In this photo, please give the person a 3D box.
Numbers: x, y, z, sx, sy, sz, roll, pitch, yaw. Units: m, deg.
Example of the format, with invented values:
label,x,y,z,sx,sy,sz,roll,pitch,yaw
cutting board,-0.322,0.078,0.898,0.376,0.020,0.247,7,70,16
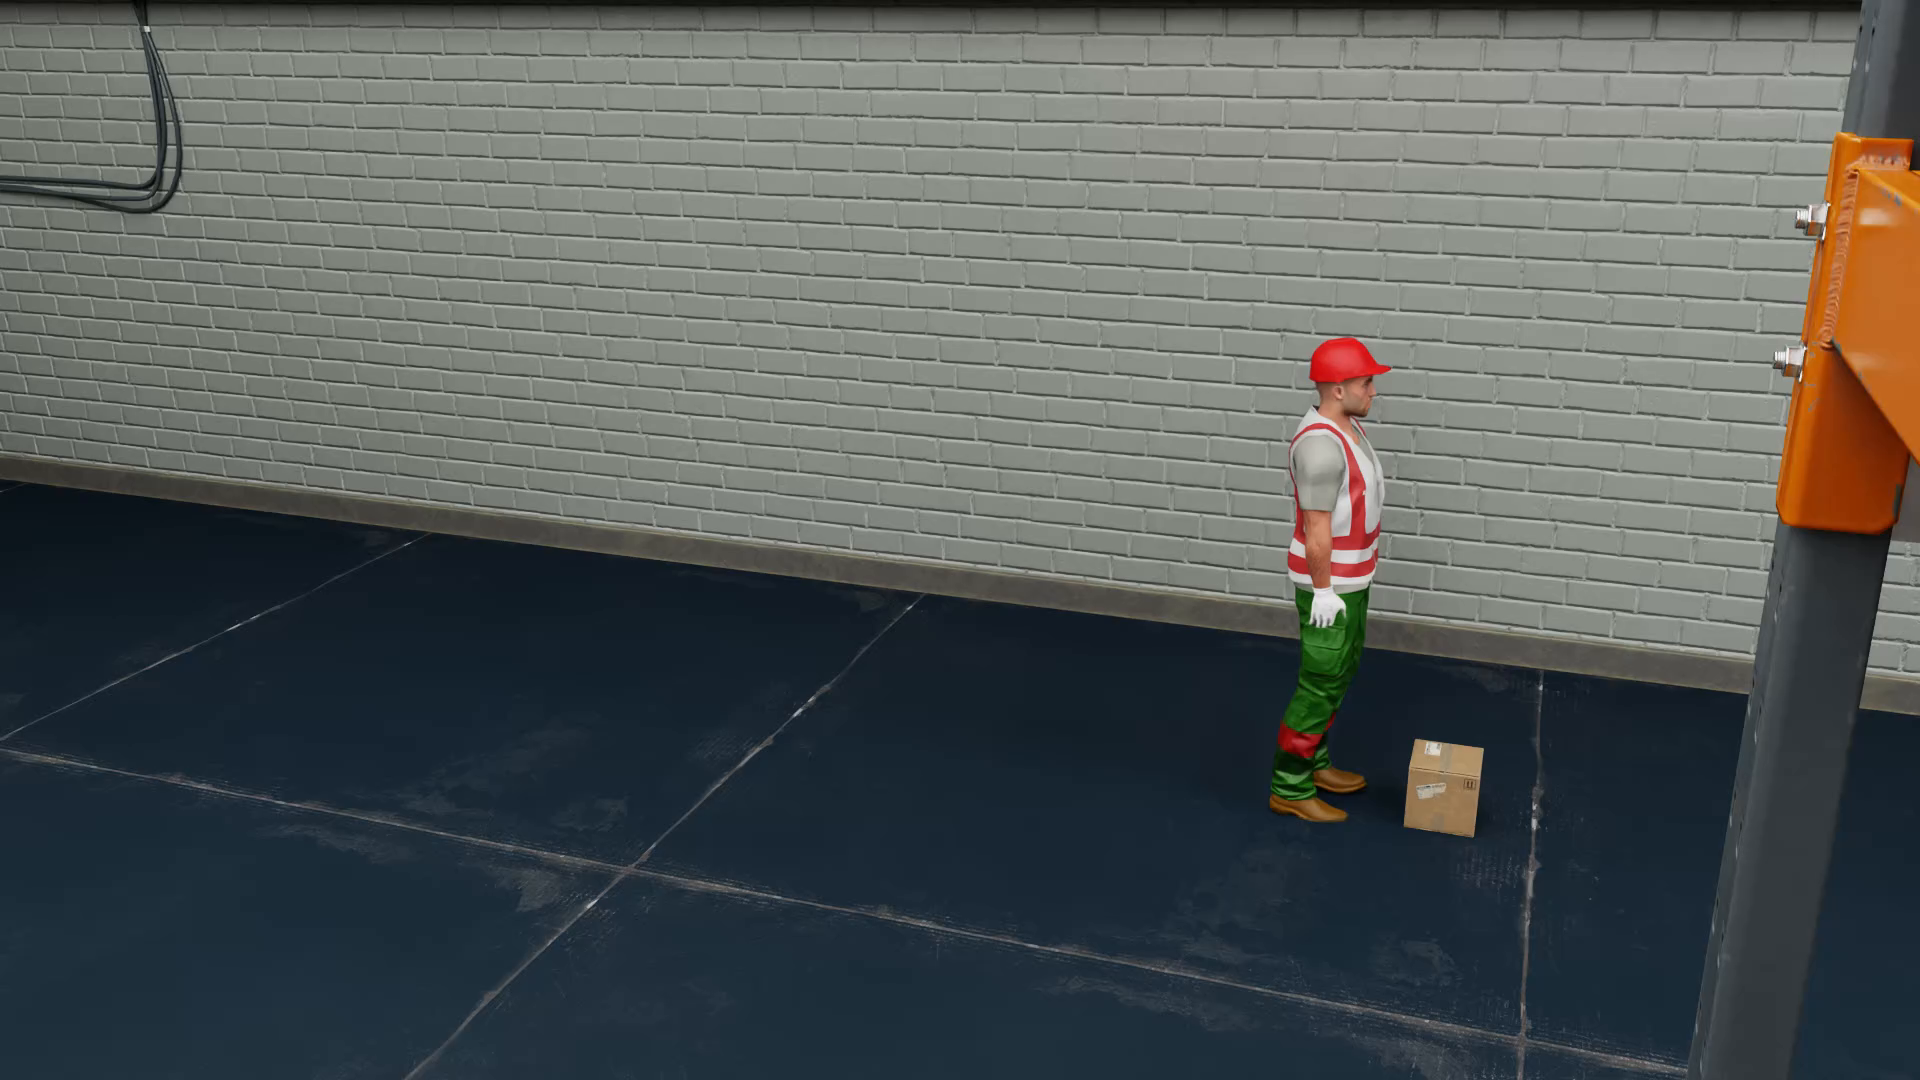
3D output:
label,x,y,z,sx,sy,sz,roll,pitch,yaw
person,1.368,0.151,6.108,0.346,1.805,0.524,7,20,19
